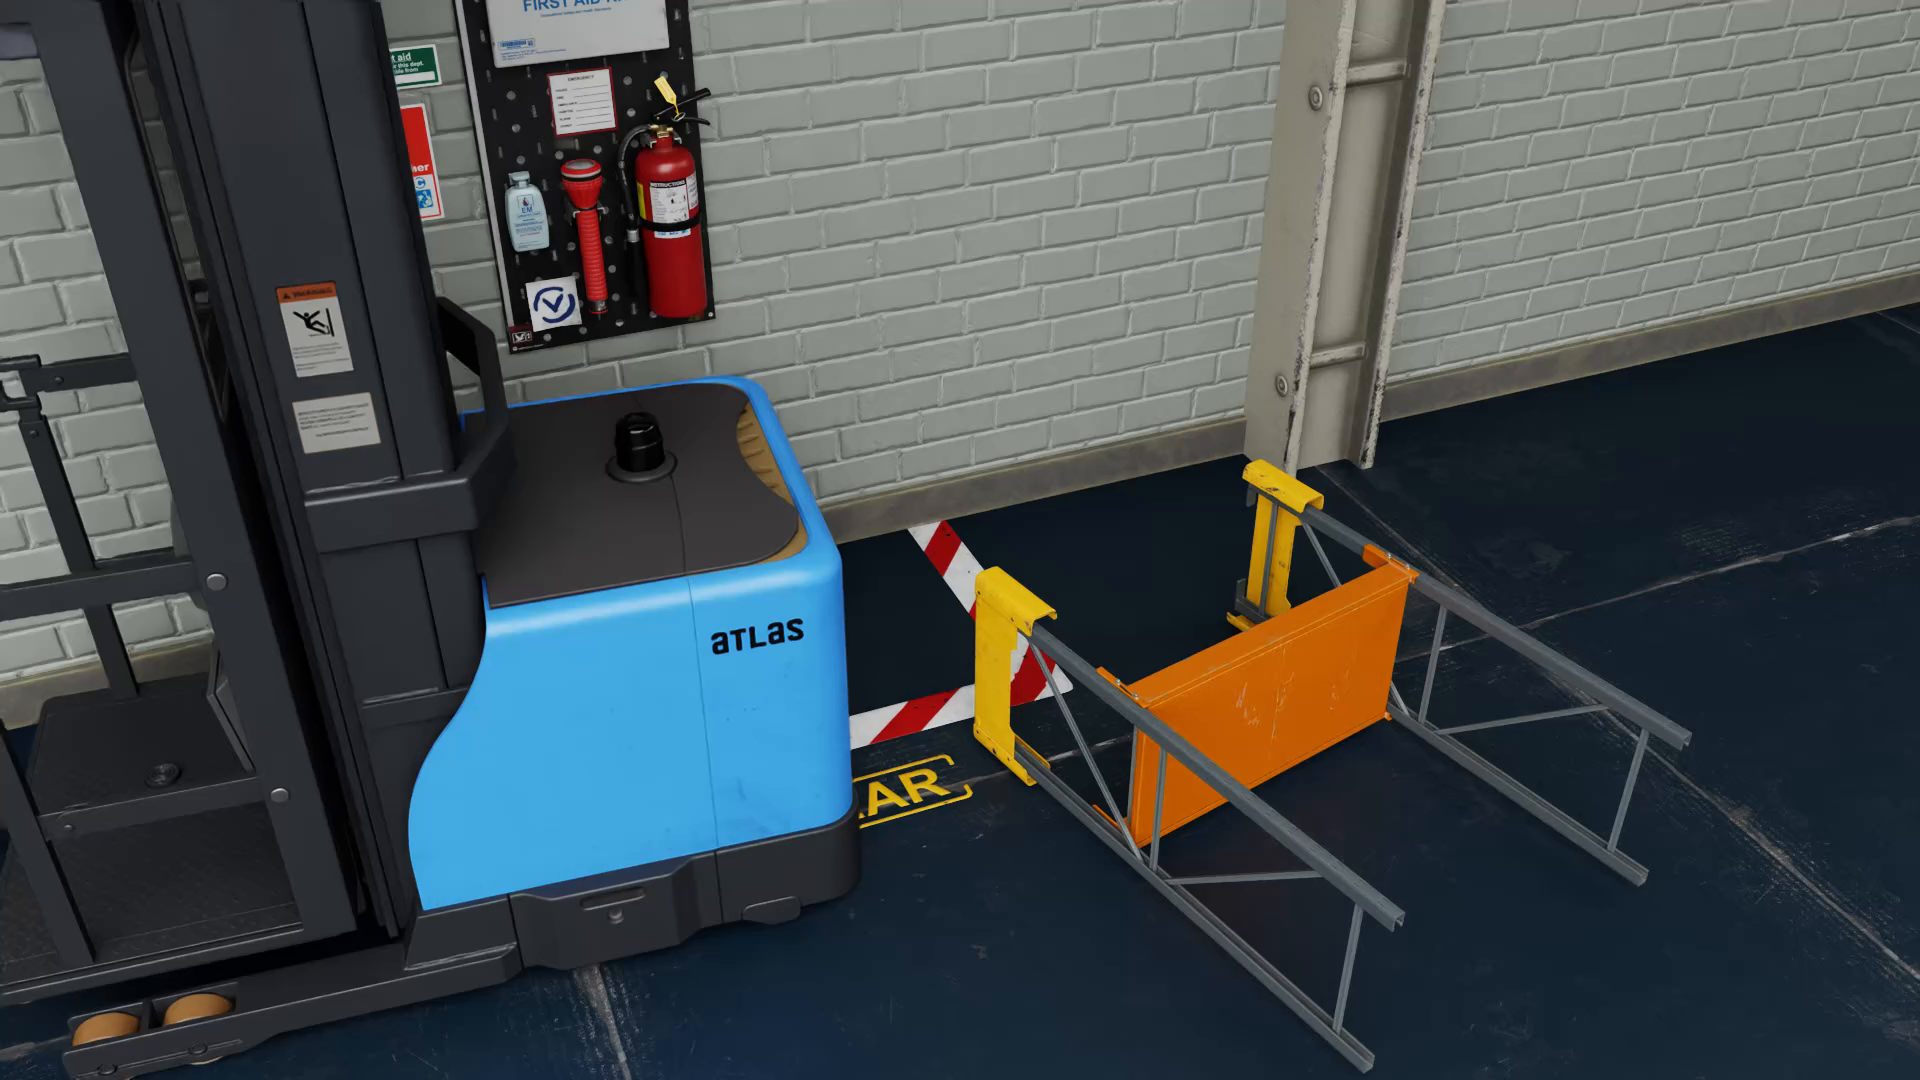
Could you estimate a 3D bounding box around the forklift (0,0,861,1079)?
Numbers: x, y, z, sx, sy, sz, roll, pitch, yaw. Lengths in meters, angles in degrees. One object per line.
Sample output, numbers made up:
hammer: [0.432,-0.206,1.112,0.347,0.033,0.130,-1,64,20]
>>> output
forklift: [-1.830,-0.299,3.522,3.031,2.935,1.130,-10,34,-14]

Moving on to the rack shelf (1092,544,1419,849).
rack shelf: [0.804,0.424,4.535,1.000,0.538,0.185,-21,39,-29]

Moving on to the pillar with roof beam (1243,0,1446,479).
pillar with roof beam: [2.961,-1.916,0.443,0.400,9.000,9.100,-13,35,-19]

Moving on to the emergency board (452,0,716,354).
emergency board: [-0.999,-1.064,4.634,0.643,1.169,0.194,-13,35,-19]

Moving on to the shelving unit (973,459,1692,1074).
shelving unit: [0.916,0.502,4.417,1.083,0.587,1.500,-21,39,-29]

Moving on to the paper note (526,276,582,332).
paper note: [-1.189,-0.692,4.870,0.142,0.148,0.016,-13,35,-19]

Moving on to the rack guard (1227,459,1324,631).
rack guard: [0.958,0.064,5.084,0.087,0.587,0.250,-21,39,-29]

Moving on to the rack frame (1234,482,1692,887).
rack frame: [1.322,0.344,4.660,0.032,0.500,1.500,-21,39,-29]

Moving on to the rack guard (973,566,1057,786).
rack guard: [0.147,0.380,4.599,0.087,0.587,0.250,-21,39,-29]

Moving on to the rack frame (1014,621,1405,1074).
rack frame: [0.495,0.666,4.165,0.032,0.500,1.500,-21,39,-29]

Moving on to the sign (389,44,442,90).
sign: [-1.541,-1.232,4.375,0.331,0.109,0.001,-13,35,-19]

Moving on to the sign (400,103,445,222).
sign: [-1.548,-1.014,4.525,0.234,0.329,0.001,-13,35,-19]
